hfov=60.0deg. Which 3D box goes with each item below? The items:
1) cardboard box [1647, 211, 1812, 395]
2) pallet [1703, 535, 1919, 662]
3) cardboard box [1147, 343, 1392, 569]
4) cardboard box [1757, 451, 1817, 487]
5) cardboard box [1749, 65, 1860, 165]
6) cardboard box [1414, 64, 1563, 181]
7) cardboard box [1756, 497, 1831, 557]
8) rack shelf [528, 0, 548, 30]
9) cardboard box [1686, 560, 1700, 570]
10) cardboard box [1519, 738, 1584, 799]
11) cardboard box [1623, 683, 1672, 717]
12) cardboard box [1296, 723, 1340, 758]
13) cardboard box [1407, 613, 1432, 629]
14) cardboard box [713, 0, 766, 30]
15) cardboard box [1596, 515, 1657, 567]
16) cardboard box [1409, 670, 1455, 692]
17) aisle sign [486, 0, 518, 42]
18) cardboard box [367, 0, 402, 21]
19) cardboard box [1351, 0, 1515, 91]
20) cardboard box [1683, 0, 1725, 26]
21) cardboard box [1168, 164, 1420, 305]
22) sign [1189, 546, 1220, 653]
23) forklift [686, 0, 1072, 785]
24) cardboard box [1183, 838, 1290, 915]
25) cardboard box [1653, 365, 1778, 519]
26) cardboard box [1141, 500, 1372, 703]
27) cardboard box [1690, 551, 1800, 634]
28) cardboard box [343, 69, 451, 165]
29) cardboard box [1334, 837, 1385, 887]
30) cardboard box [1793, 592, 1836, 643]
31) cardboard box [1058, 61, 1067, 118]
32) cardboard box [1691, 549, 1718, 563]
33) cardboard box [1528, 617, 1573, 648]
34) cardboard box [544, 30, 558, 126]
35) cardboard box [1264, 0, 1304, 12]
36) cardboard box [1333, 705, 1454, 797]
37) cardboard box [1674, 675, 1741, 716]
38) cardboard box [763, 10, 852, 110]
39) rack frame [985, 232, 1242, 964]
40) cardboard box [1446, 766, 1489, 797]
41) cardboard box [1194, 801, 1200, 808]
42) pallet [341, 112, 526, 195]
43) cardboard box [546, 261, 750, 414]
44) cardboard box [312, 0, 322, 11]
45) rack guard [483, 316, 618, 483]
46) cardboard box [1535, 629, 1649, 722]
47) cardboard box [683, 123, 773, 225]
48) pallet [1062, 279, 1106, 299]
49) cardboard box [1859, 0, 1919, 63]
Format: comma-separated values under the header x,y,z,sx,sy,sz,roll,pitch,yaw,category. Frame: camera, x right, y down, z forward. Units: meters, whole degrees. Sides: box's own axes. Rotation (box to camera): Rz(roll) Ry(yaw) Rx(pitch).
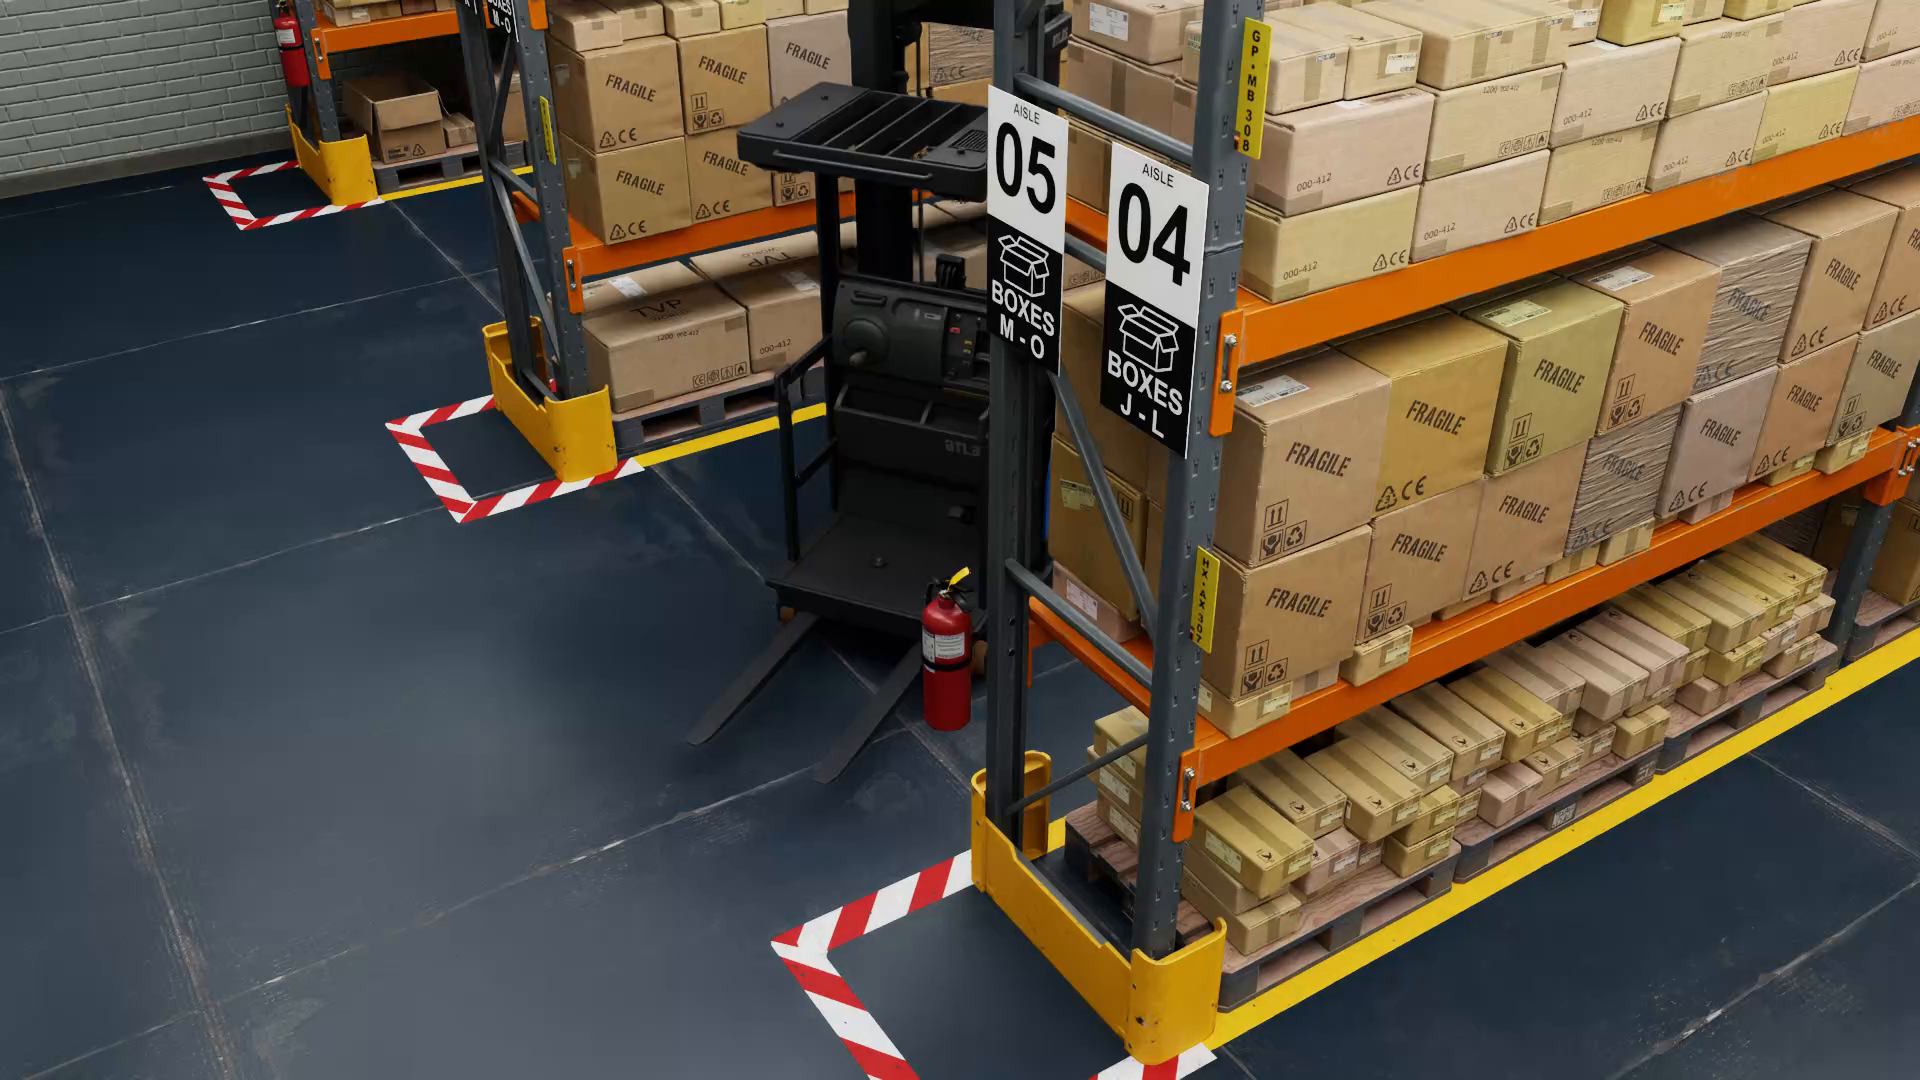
x,y,z,sx,sy,sz,roll,pitch,yaw,category
2.660,-0.899,6.053,0.500,0.500,0.500,-18,36,-26,cardboard box
4.431,0.096,8.401,1.213,0.211,1.003,-19,37,-27,pallet
0.937,-0.304,5.110,0.500,0.500,0.500,-19,37,-28,cardboard box
3.250,-0.391,6.793,0.250,0.149,0.380,-17,36,-25,cardboard box
2.659,-1.514,5.668,0.500,0.250,0.500,-19,37,-28,cardboard box
1.364,-1.280,4.829,0.500,0.250,0.500,-19,37,-28,cardboard box
4.264,-0.305,8.372,0.500,0.500,0.500,-20,37,-28,cardboard box
-0.670,-3.435,9.247,4.000,0.370,1.077,-19,37,-27,rack shelf
3.300,0.006,7.929,0.250,0.149,0.380,-17,36,-25,cardboard box
2.323,0.865,6.845,0.250,0.149,0.380,-19,37,-27,cardboard box
2.782,0.558,7.054,0.250,0.149,0.380,-18,36,-26,cardboard box
1.422,0.737,6.769,0.250,0.149,0.380,-19,37,-28,cardboard box
1.456,0.175,5.896,0.250,0.149,0.380,-17,36,-25,cardboard box
-1.229,-2.826,8.780,0.250,0.149,0.380,-20,37,-29,cardboard box
2.390,-0.080,6.301,0.250,0.149,0.380,-18,37,-26,cardboard box
1.844,0.454,6.940,0.250,0.149,0.380,-20,38,-29,cardboard box
-2.254,-2.841,8.006,0.004,0.787,0.394,-19,37,-27,aisle sign
-4.430,-4.077,12.637,0.250,0.149,0.380,-18,36,-26,cardboard box
1.303,-1.390,4.629,0.250,0.149,0.380,-19,37,-27,cardboard box
2.133,-1.714,5.143,0.250,0.149,0.380,-18,36,-26,cardboard box
0.932,-0.922,4.730,0.500,0.250,0.500,-18,36,-26,cardboard box
0.710,0.175,4.849,0.005,0.325,0.100,-19,37,-27,sign
-0.233,-0.868,7.379,1.130,2.935,3.031,13,35,20,forklift
0.995,1.164,6.093,0.250,0.149,0.380,-17,36,-25,cardboard box
2.669,-0.467,6.306,0.500,0.500,0.500,-19,37,-28,cardboard box
0.943,0.124,5.369,0.500,0.500,0.500,-17,36,-25,cardboard box
3.427,0.230,7.295,0.250,0.149,0.380,-18,37,-27,cardboard box
-4.478,-3.373,13.232,0.637,0.503,0.797,-21,38,-29,cardboard box
1.410,1.131,6.424,0.250,0.149,0.380,-19,37,-27,cardboard box
3.685,0.278,7.498,0.250,0.149,0.380,-18,37,-26,cardboard box
0.330,-2.691,10.111,0.500,0.500,0.500,-20,37,-28,cardboard box
3.376,-0.075,7.778,0.250,0.149,0.380,-17,36,-25,cardboard box
2.478,0.351,7.381,0.250,0.149,0.380,-17,36,-25,cardboard box
-2.075,-2.604,9.035,0.500,0.500,0.500,-18,36,-26,cardboard box
0.785,-1.552,4.886,0.250,0.149,0.380,-18,37,-27,cardboard box
1.652,0.818,6.363,0.250,0.149,0.380,-21,38,-30,cardboard box
3.182,0.579,7.299,0.250,0.149,0.380,-20,38,-29,cardboard box
-0.934,-2.673,9.146,0.500,0.500,0.500,-19,37,-28,cardboard box
0.416,0.298,5.466,0.127,3.000,1.000,-19,37,-27,rack frame
1.860,0.855,6.583,0.250,0.149,0.380,-21,38,-29,cardboard box
0.907,0.961,6.694,0.250,0.149,0.380,-18,36,-26,cardboard box
-4.310,-3.191,13.610,1.213,0.211,1.003,-19,37,-27,pallet
-1.850,-1.222,9.884,0.875,0.438,0.875,-20,38,-29,cardboard box
-4.910,-4.227,12.875,0.250,0.149,0.380,-19,37,-28,cardboard box
-2.371,-0.828,9.594,0.348,0.500,1.175,-19,37,-27,rack guard
2.563,0.548,6.791,0.250,0.149,0.380,-20,38,-29,cardboard box
-1.382,-2.103,9.179,0.500,0.500,0.500,-20,37,-28,cardboard box
0.329,-1.685,11.223,1.213,0.211,1.003,-19,37,-27,pallet
3.084,-1.882,5.783,0.500,0.250,0.500,-21,38,-29,cardboard box
